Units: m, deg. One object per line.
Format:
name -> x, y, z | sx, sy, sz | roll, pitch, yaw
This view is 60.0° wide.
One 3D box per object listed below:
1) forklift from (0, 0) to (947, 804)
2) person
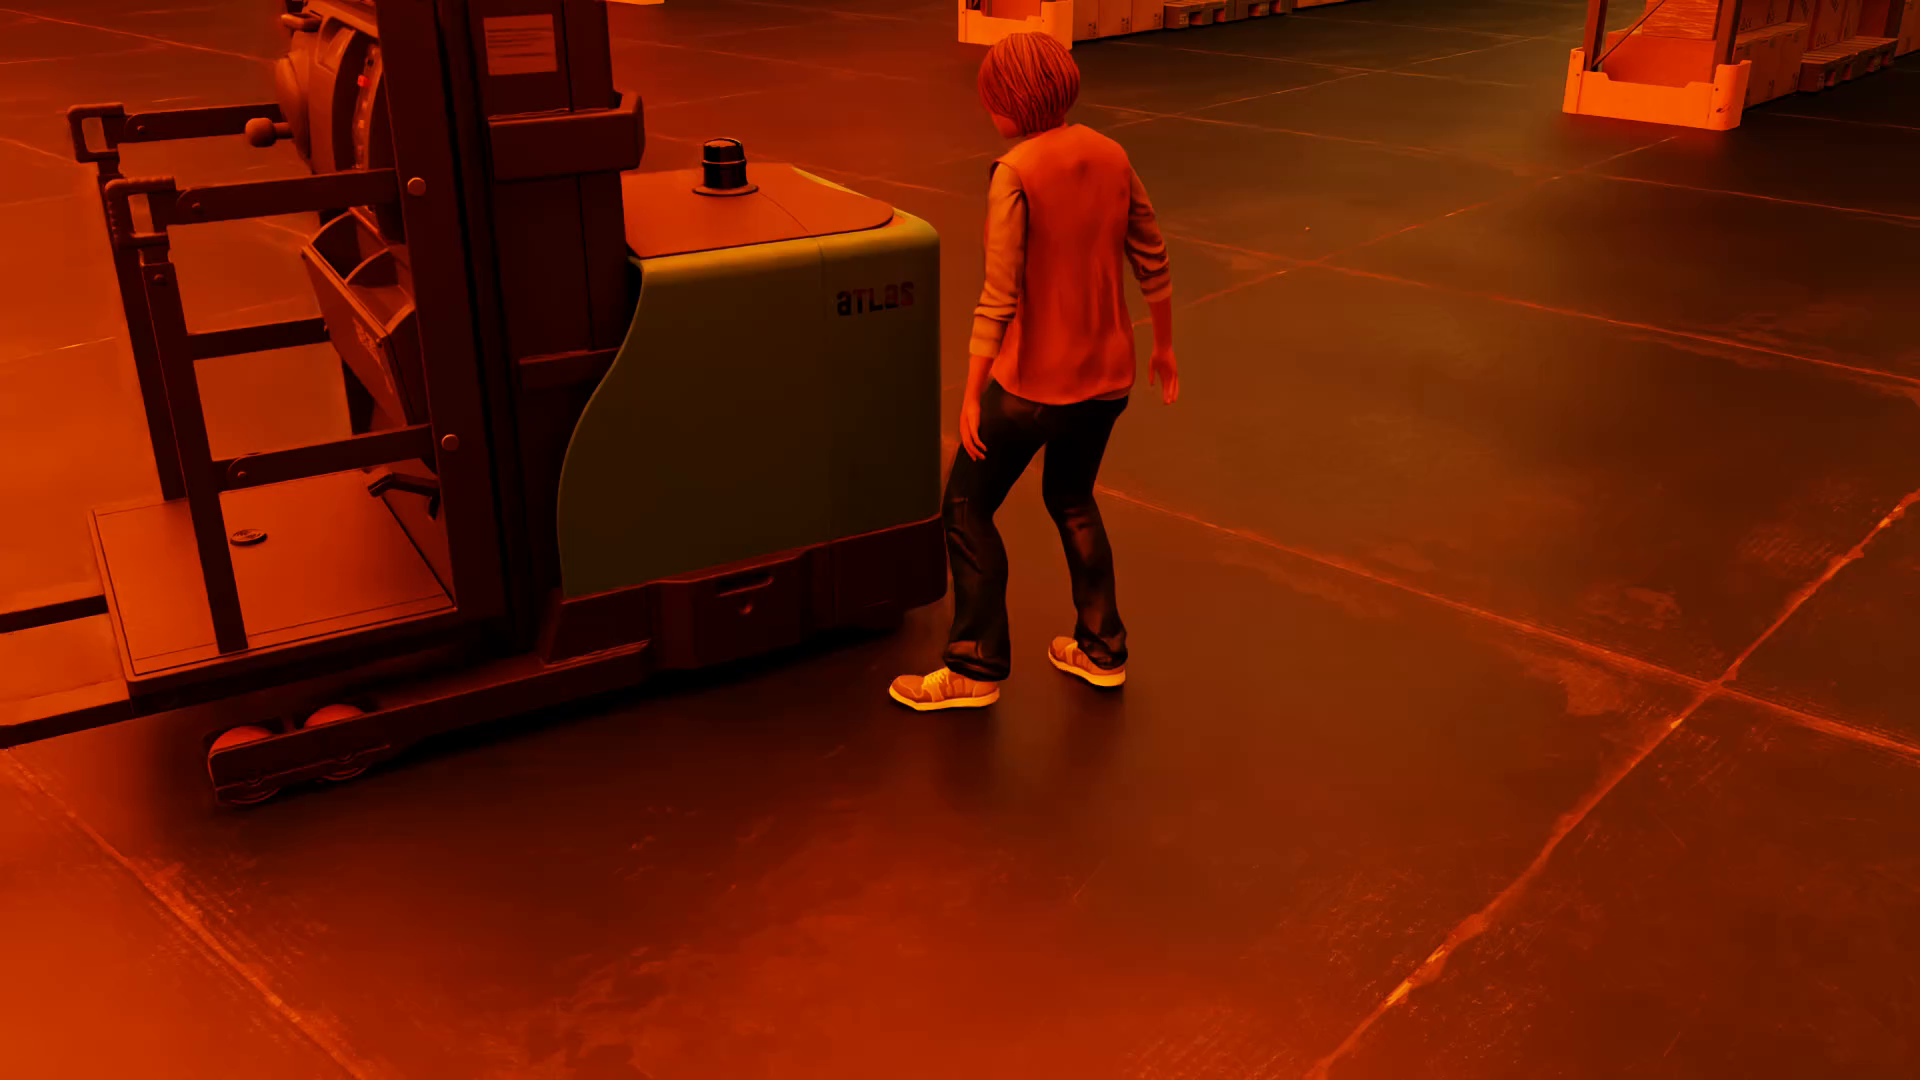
forklift -> -1.570, -1.005, 3.620 | 3.031, 2.935, 1.130 | -13, 27, -27
person -> 0.196, -0.358, 3.865 | 0.728, 1.566, 0.381 | -18, 30, -36
